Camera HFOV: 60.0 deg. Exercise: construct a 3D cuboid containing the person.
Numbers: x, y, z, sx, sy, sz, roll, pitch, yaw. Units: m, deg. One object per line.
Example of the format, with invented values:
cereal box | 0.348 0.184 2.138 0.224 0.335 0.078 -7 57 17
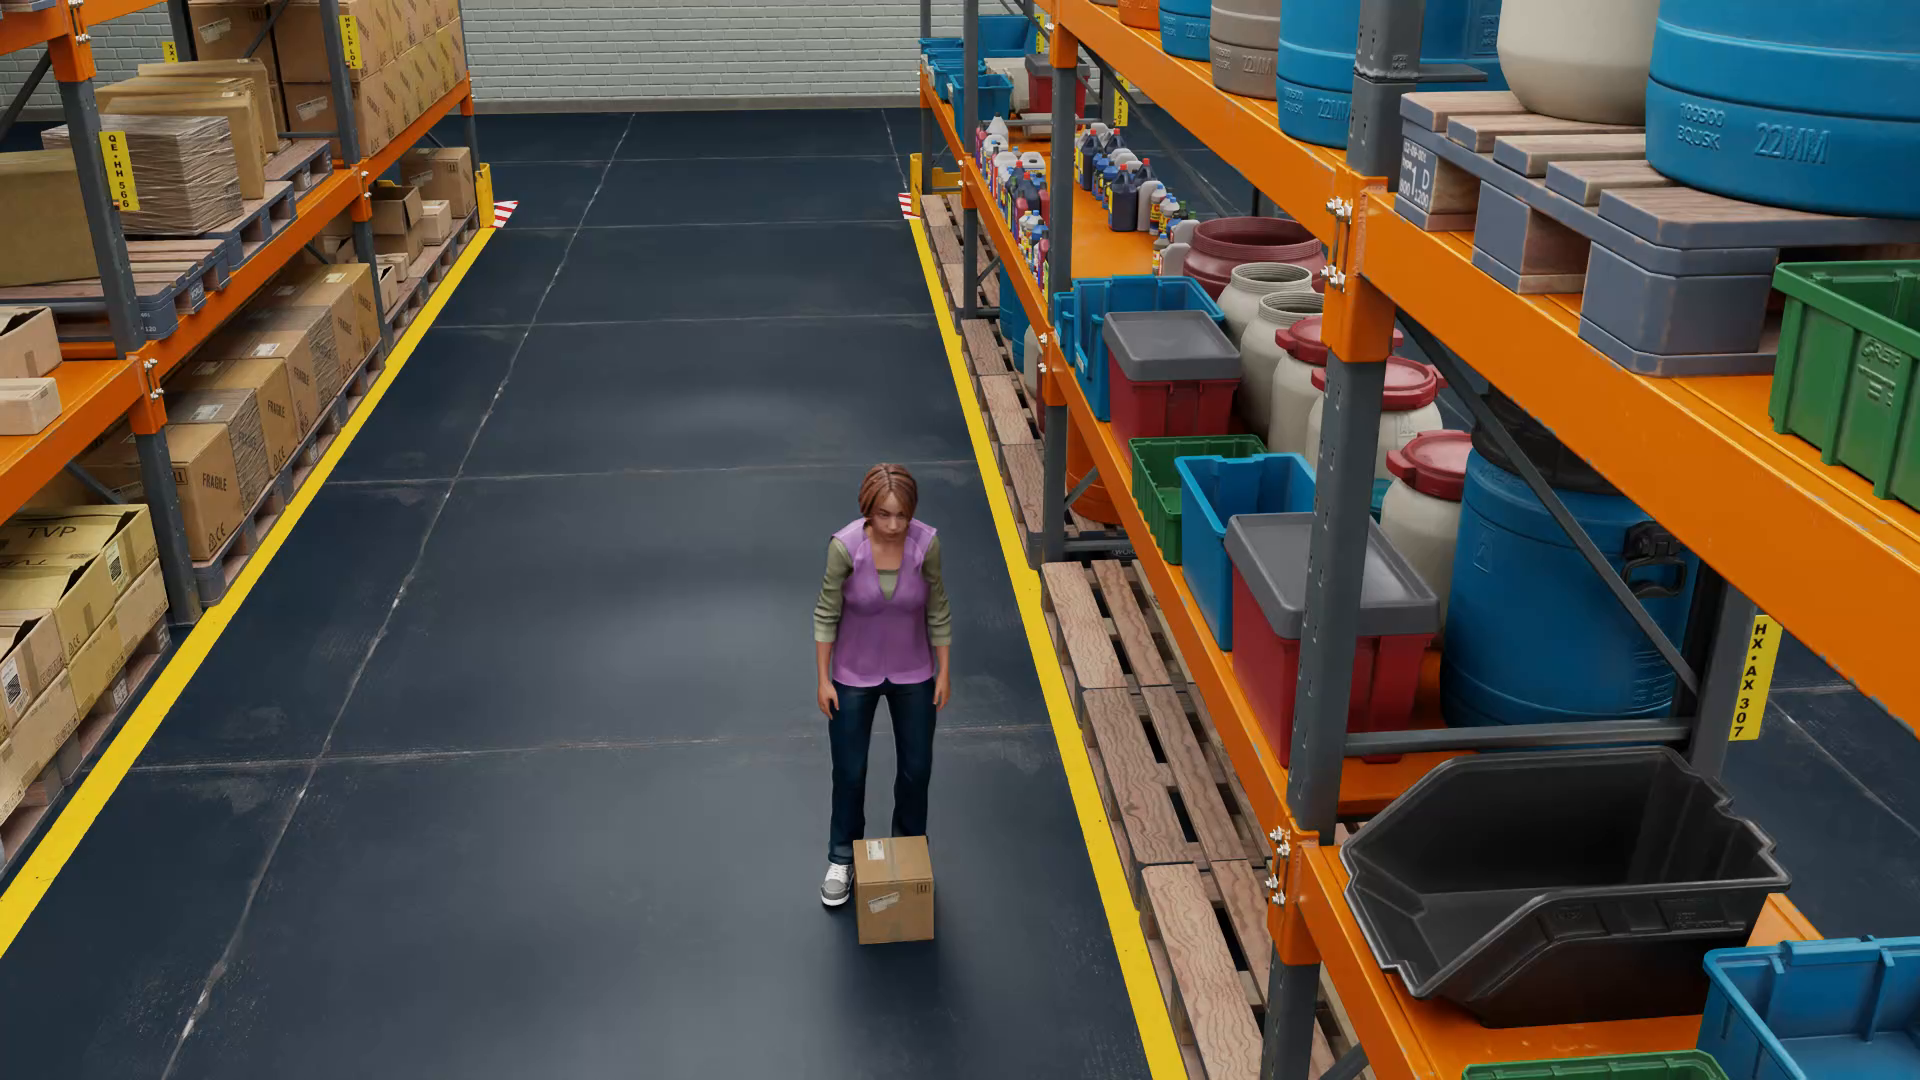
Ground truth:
person | -0.258 0.477 5.563 0.477 1.580 0.345 -4 24 -8
